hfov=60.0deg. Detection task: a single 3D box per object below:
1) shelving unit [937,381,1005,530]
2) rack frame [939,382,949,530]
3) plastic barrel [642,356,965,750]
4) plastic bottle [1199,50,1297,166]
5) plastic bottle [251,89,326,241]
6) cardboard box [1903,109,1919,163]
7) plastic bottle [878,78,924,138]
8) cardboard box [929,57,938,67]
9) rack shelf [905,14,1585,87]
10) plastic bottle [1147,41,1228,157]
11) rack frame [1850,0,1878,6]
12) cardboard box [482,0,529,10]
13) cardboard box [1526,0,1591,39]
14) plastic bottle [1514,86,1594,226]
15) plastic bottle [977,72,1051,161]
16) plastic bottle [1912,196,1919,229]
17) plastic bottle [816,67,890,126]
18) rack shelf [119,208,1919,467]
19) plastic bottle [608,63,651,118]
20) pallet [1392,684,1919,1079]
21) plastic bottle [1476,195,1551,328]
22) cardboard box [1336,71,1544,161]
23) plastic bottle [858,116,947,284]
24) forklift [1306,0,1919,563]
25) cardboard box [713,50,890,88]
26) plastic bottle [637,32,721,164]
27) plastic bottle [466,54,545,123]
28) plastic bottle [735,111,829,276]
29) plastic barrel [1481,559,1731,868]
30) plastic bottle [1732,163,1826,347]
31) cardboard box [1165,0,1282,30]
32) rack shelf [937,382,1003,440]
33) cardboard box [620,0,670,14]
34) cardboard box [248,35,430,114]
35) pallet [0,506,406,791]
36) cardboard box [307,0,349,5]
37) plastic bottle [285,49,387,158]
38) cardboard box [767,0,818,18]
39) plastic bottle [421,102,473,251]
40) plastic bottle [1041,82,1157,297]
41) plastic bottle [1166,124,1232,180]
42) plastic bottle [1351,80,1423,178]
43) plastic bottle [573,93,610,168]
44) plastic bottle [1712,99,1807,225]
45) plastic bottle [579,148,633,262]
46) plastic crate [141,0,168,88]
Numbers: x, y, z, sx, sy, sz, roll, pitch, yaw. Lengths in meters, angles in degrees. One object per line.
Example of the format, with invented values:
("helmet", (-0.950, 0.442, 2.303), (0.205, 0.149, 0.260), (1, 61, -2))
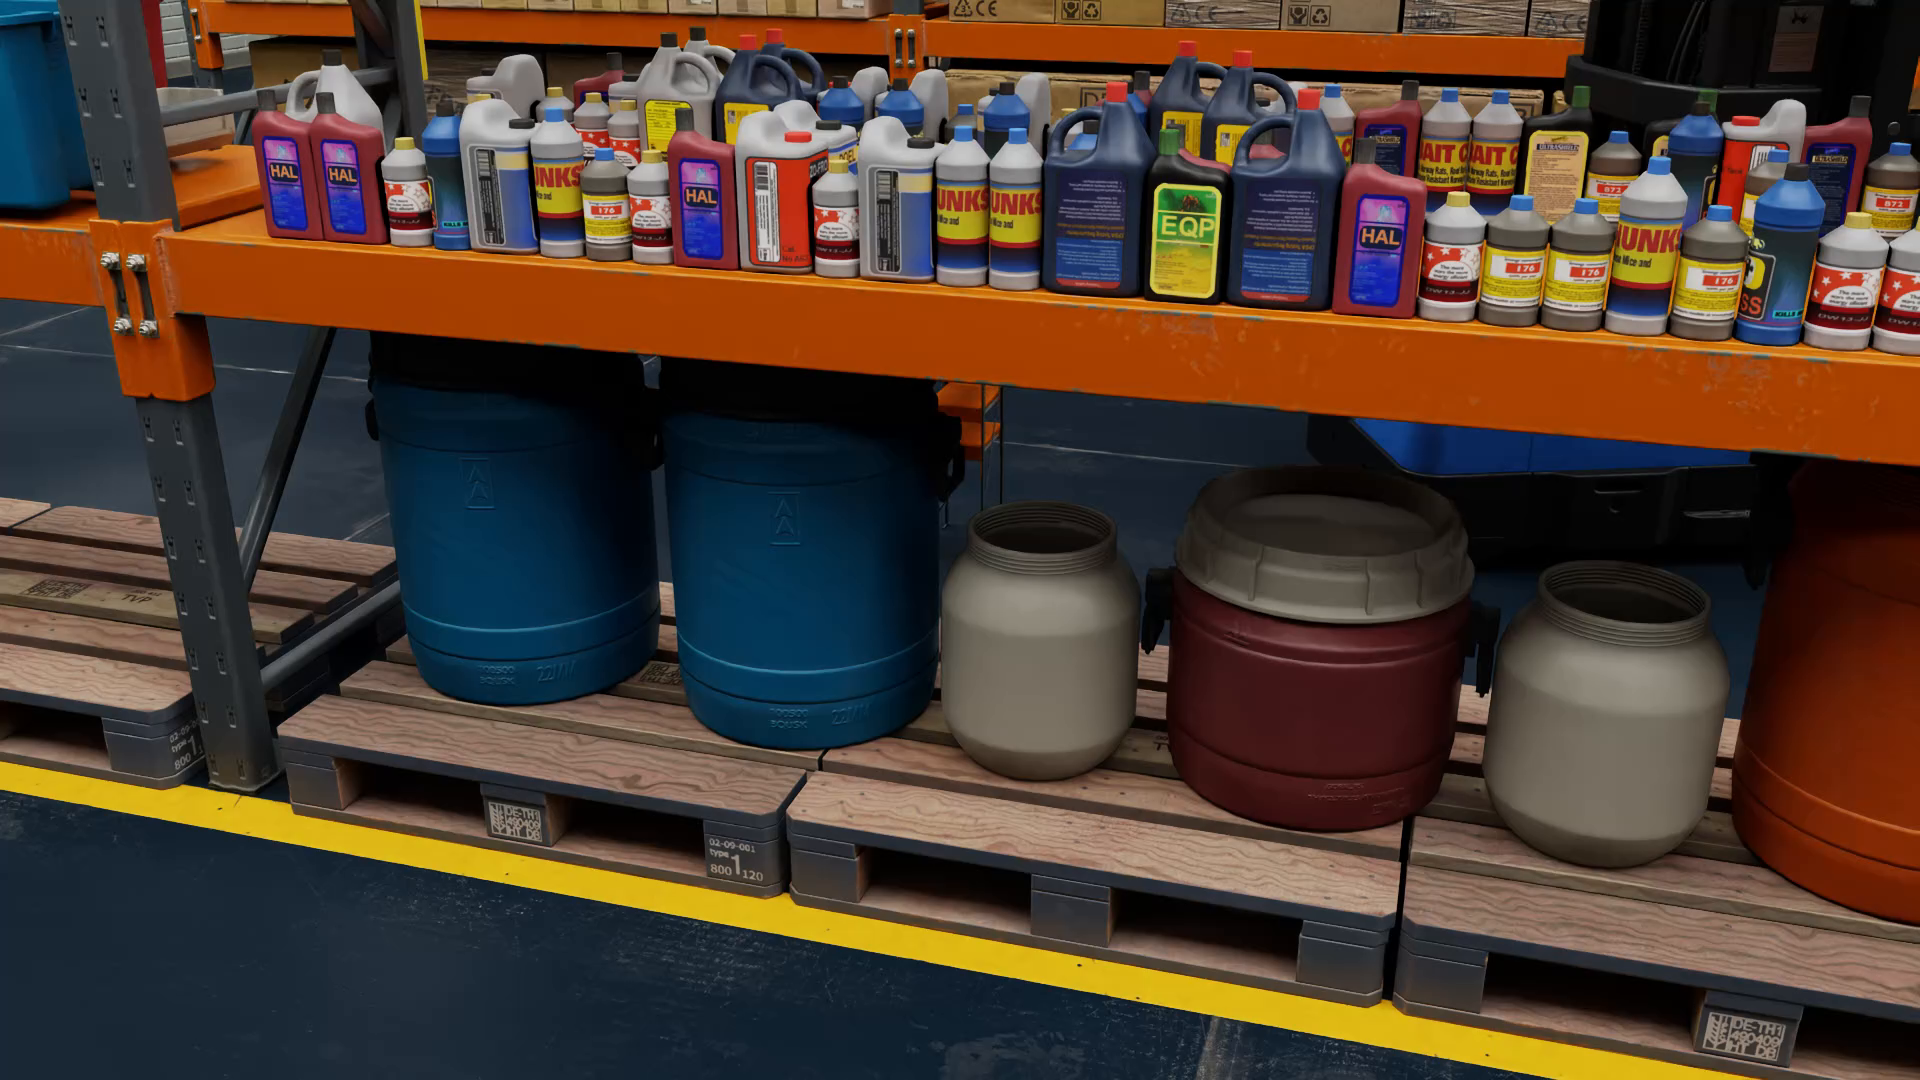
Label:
("shelving unit", (0.014, -0.554, 5.038), (0.189, 1.200, 0.258), (7, 23, 16))
("rack frame", (-0.074, -0.564, 5.063), (0.006, 1.200, 0.240), (7, 23, 16))
("plastic barrel", (-0.345, -0.065, 3.688), (0.708, 0.901, 0.600), (7, 23, 16))
("plastic bottle", (0.575, -0.790, 3.308), (0.185, 0.351, 0.144), (7, 23, 16))
("plastic bottle", (-1.311, -0.736, 3.266), (0.133, 0.283, 0.061), (7, 23, 16))
("cardboard box", (4.371, -1.678, 7.134), (0.500, 0.250, 0.500), (8, 23, 18))
("plastic bottle", (-0.125, -0.843, 3.541), (0.097, 0.271, 0.097), (0, 22, 0))
("cardboard box", (-0.264, -3.787, 12.969), (0.250, 0.149, 0.380), (6, 23, 14))
("rack shelf", (1.807, -2.233, 7.709), (4.000, 0.370, 1.077), (7, 23, 16))
("plastic bottle", (0.490, -0.860, 3.479), (0.185, 0.351, 0.144), (7, 23, 16))
("rack frame", (3.721, -2.346, 7.038), (0.127, 3.000, 1.000), (7, 23, 16))
("cardboard box", (-2.220, -2.780, 8.426), (0.250, 0.149, 0.380), (6, 23, 14))
("cardboard box", (2.702, -2.413, 7.070), (0.500, 0.500, 0.500), (6, 23, 15))
("plastic bottle", (1.191, -0.765, 3.336), (0.133, 0.283, 0.061), (7, 23, 16))
("plastic bottle", (0.115, -0.867, 3.594), (0.135, 0.276, 0.152), (7, 23, 16))
("plastic bottle", (1.867, -0.675, 3.132), (0.097, 0.271, 0.097), (0, 22, 0))
("plastic bottle", (-0.236, -0.907, 3.692), (0.135, 0.276, 0.152), (7, 23, 16))
("rack shelf", (0.376, -0.433, 3.322), (4.000, 0.370, 1.077), (7, 23, 16))
("plastic bottle", (-0.718, -0.962, 3.827), (0.135, 0.276, 0.152), (7, 23, 16))
("pallet", (1.524, 0.672, 3.354), (1.213, 0.211, 1.003), (7, 23, 16))
("plastic bottle", (0.895, -0.453, 2.683), (0.097, 0.201, 0.097), (0, 22, 0))
("cardboard box", (2.216, -1.741, 7.809), (0.875, 0.875, 1.225), (7, 23, 16))
("plastic bottle", (-0.097, -0.612, 2.973), (0.135, 0.276, 0.152), (7, 23, 16))
("forklift", (2.772, -1.508, 5.083), (3.031, 2.935, 1.130), (-2, 22, -6))
("cardboard box", (-0.717, -2.098, 8.677), (0.875, 0.875, 0.875), (7, 23, 16))
("plastic bottle", (-0.606, -0.928, 3.645), (0.185, 0.351, 0.144), (7, 23, 16))
("plastic bottle", (-1.068, -1.002, 3.924), (0.135, 0.276, 0.152), (7, 23, 16))
("plastic bottle", (-0.319, -0.637, 3.035), (0.135, 0.276, 0.152), (7, 23, 16))
("plastic barrel", (1.251, 0.333, 3.230), (0.421, 0.512, 0.421), (0, 22, 0))
("plastic bottle", (1.268, -0.443, 2.566), (0.097, 0.271, 0.097), (0, 22, 0))
("cardboard box", (1.221, -2.580, 7.476), (0.500, 0.500, 0.500), (6, 23, 14))
("rack shelf", (0.014, -0.401, 5.101), (0.180, 0.103, 0.258), (7, 23, 16))
("cardboard box", (-1.480, -2.696, 8.220), (0.250, 0.149, 0.380), (7, 23, 17))
("cardboard box", (-3.302, -2.394, 9.399), (0.875, 0.875, 0.875), (7, 23, 16))
("pallet", (-2.254, 0.238, 4.411), (1.213, 0.211, 1.003), (7, 23, 16))
("cardboard box", (-3.202, -2.893, 8.701), (0.250, 0.149, 0.380), (6, 23, 14))
("plastic bottle", (-1.257, -0.802, 3.337), (0.185, 0.351, 0.144), (7, 23, 16))
("cardboard box", (-0.742, -2.611, 8.014), (0.250, 0.149, 0.380), (7, 23, 17))
("plastic bottle", (-0.974, -0.699, 3.192), (0.097, 0.271, 0.097), (0, 22, 0))
("plastic bottle", (0.241, -0.606, 2.860), (0.185, 0.351, 0.144), (7, 23, 16))
("plastic bottle", (0.399, -0.564, 2.847), (0.133, 0.283, 0.061), (7, 23, 16))
("plastic bottle", (0.877, -0.801, 3.424), (0.133, 0.283, 0.061), (7, 23, 16))
("plastic bottle", (-0.839, -0.928, 3.842), (0.097, 0.201, 0.097), (0, 22, 0))
("plastic bottle", (1.527, -0.705, 3.200), (0.135, 0.276, 0.152), (7, 23, 16))
("plastic bottle", (-0.659, -0.631, 3.117), (0.097, 0.201, 0.097), (0, 22, 0))
("plastic crate", (-2.321, -1.232, 4.157), (0.583, 0.464, 0.402), (7, 23, 16))
